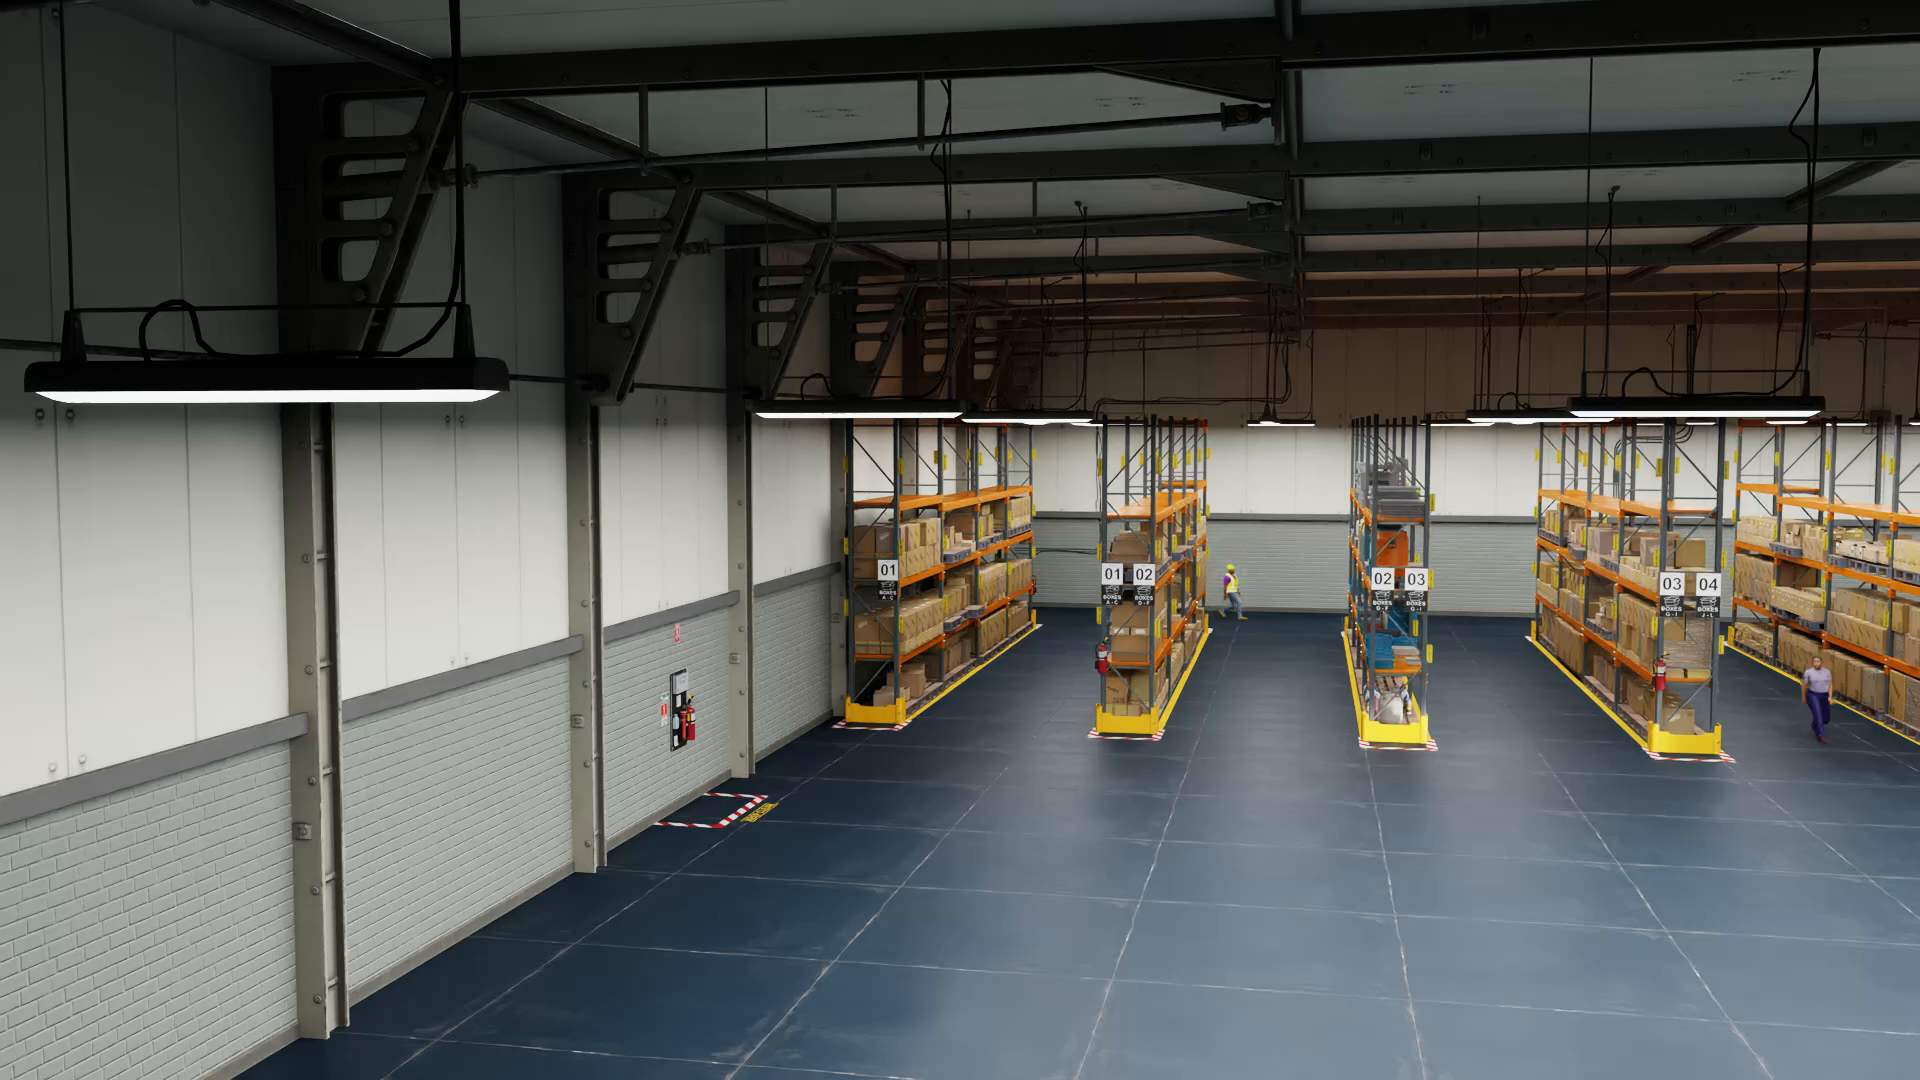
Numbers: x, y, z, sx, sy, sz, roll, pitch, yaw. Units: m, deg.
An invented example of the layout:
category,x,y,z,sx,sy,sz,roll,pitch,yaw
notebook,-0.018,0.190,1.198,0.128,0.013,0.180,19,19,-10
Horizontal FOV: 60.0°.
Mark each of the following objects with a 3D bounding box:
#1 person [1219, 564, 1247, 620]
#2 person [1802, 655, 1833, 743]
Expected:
category,x,y,z,sx,sy,sz,roll,pitch,yaw
person,8.233,1.557,50.102,0.947,1.658,0.560,3,5,34
person,15.852,2.898,30.667,0.472,1.542,1.043,0,4,4
